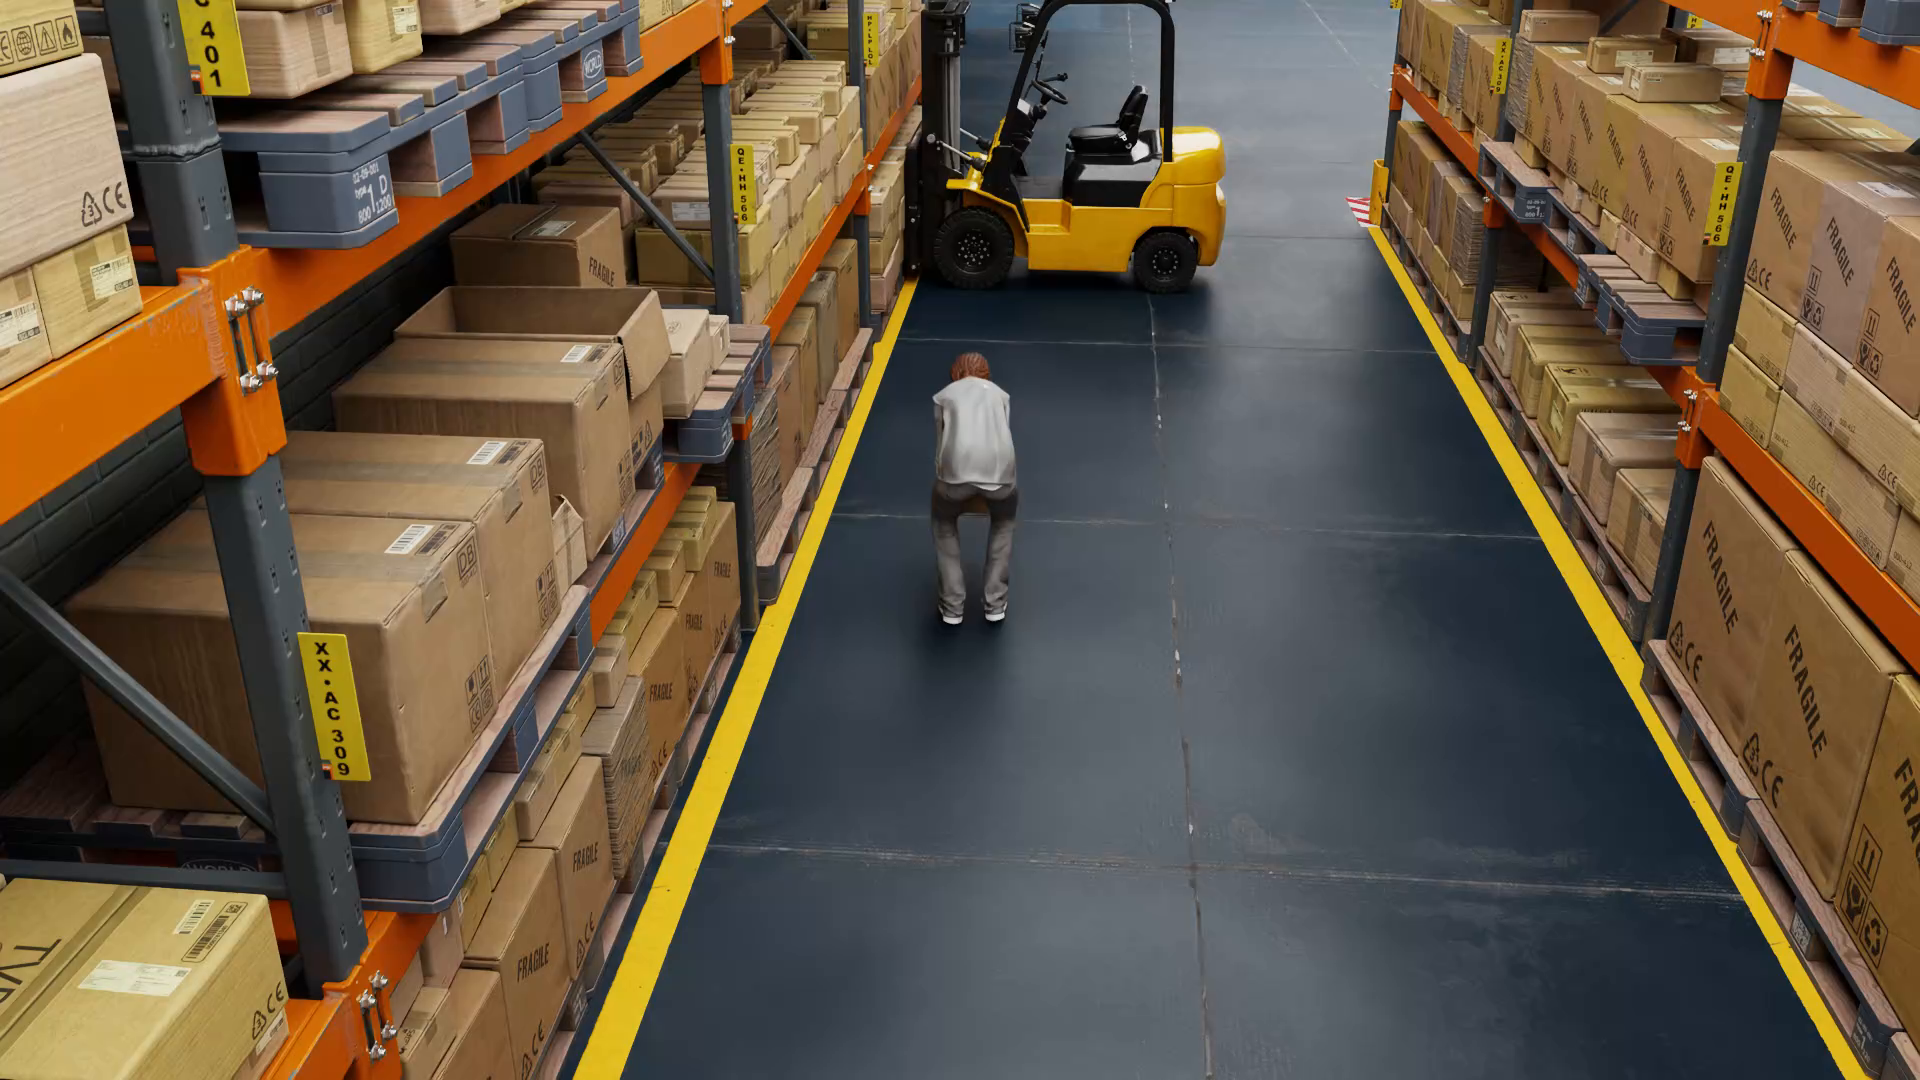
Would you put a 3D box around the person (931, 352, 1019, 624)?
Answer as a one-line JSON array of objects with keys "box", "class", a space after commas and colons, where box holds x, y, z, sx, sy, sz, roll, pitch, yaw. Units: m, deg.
[{"box": [0.062, -0.226, 7.680, 0.398, 1.116, 0.841, -1, 25, -2], "class": "person"}]
